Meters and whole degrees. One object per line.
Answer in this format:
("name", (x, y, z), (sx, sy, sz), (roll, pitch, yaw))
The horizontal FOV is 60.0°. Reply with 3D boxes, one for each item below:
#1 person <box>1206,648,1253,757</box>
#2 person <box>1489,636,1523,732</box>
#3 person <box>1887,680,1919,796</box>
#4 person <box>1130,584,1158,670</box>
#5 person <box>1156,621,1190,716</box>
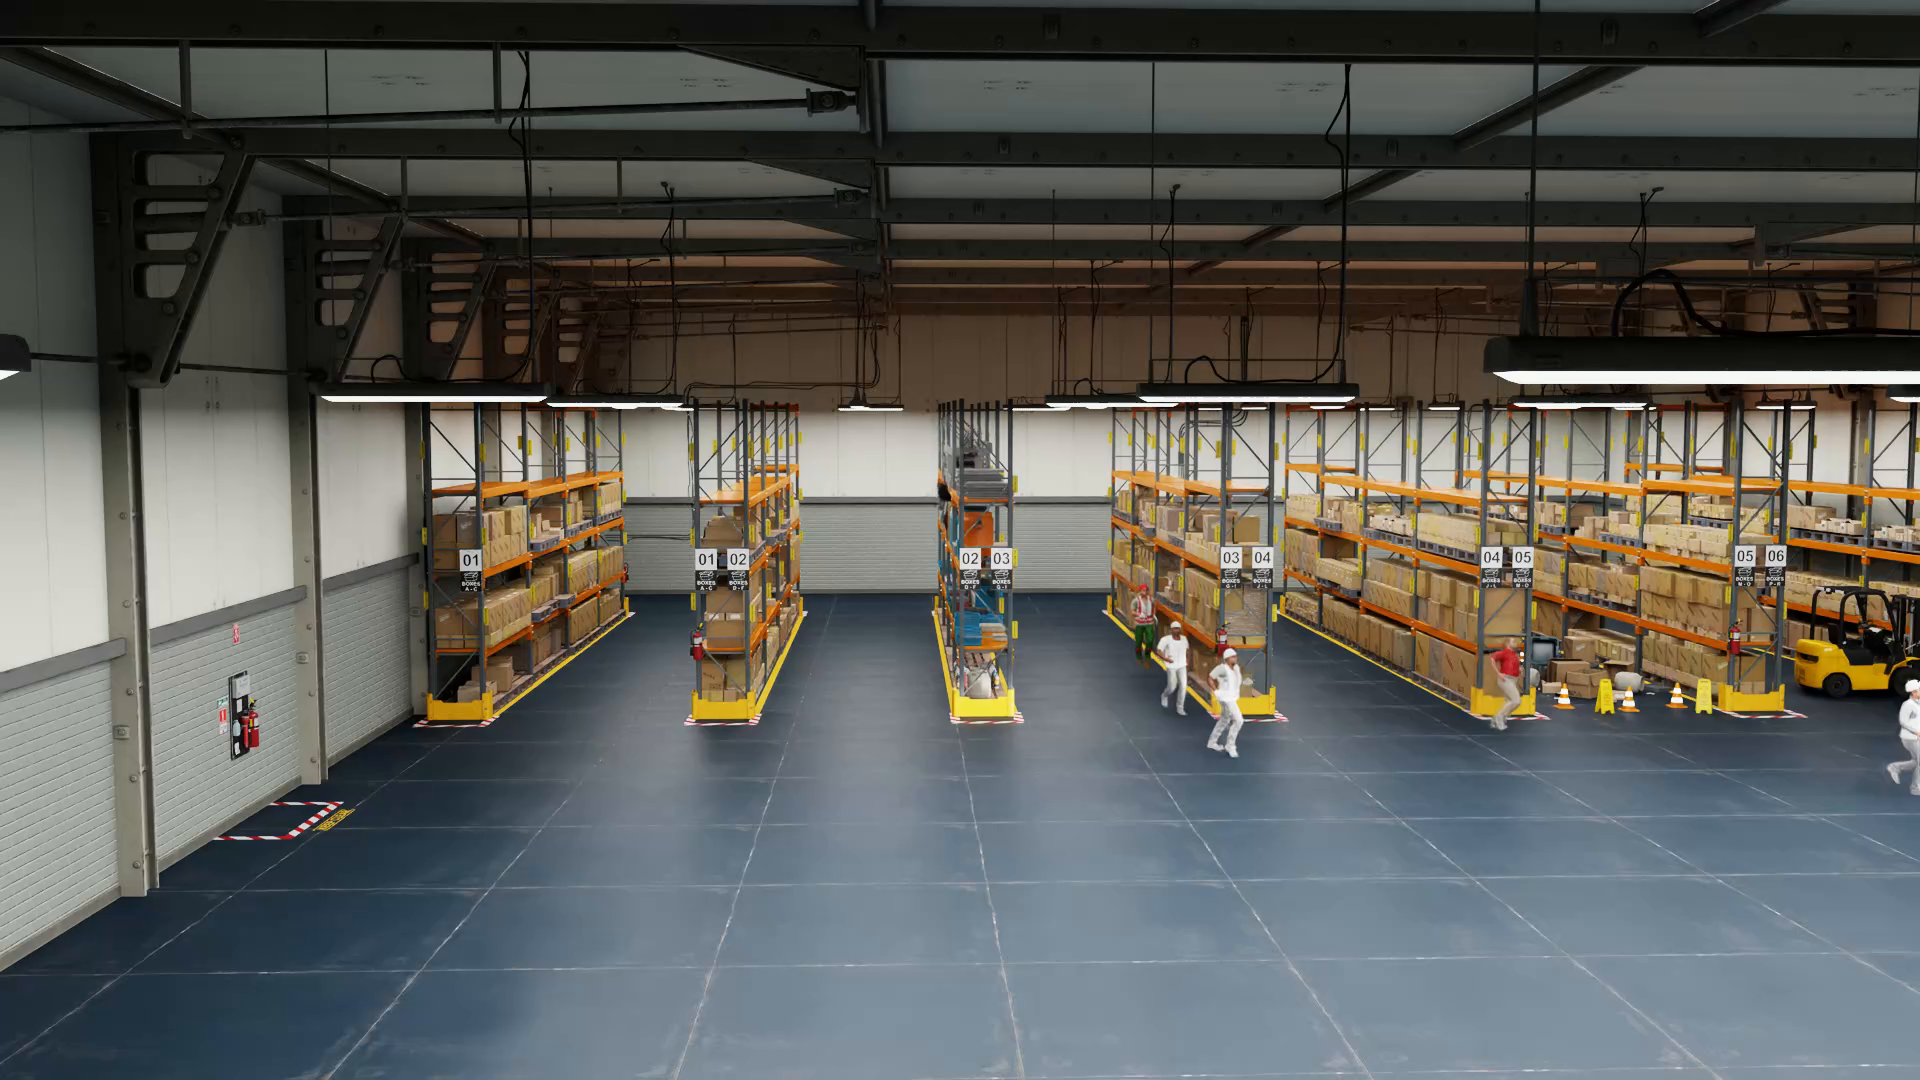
("person", (4.530, 2.731, 27.928), (0.750, 1.844, 0.644), (2, 5, 29))
("person", (9.960, 2.605, 30.169), (0.575, 1.688, 0.665), (3, 5, 36))
("person", (14.279, 2.958, 24.976), (0.654, 1.725, 0.681), (4, 6, 44))
("person", (3.976, 1.864, 35.769), (0.643, 1.852, 0.792), (-1, 4, -7))
("person", (4.107, 2.436, 31.848), (0.705, 1.769, 0.780), (-1, 4, -14))
